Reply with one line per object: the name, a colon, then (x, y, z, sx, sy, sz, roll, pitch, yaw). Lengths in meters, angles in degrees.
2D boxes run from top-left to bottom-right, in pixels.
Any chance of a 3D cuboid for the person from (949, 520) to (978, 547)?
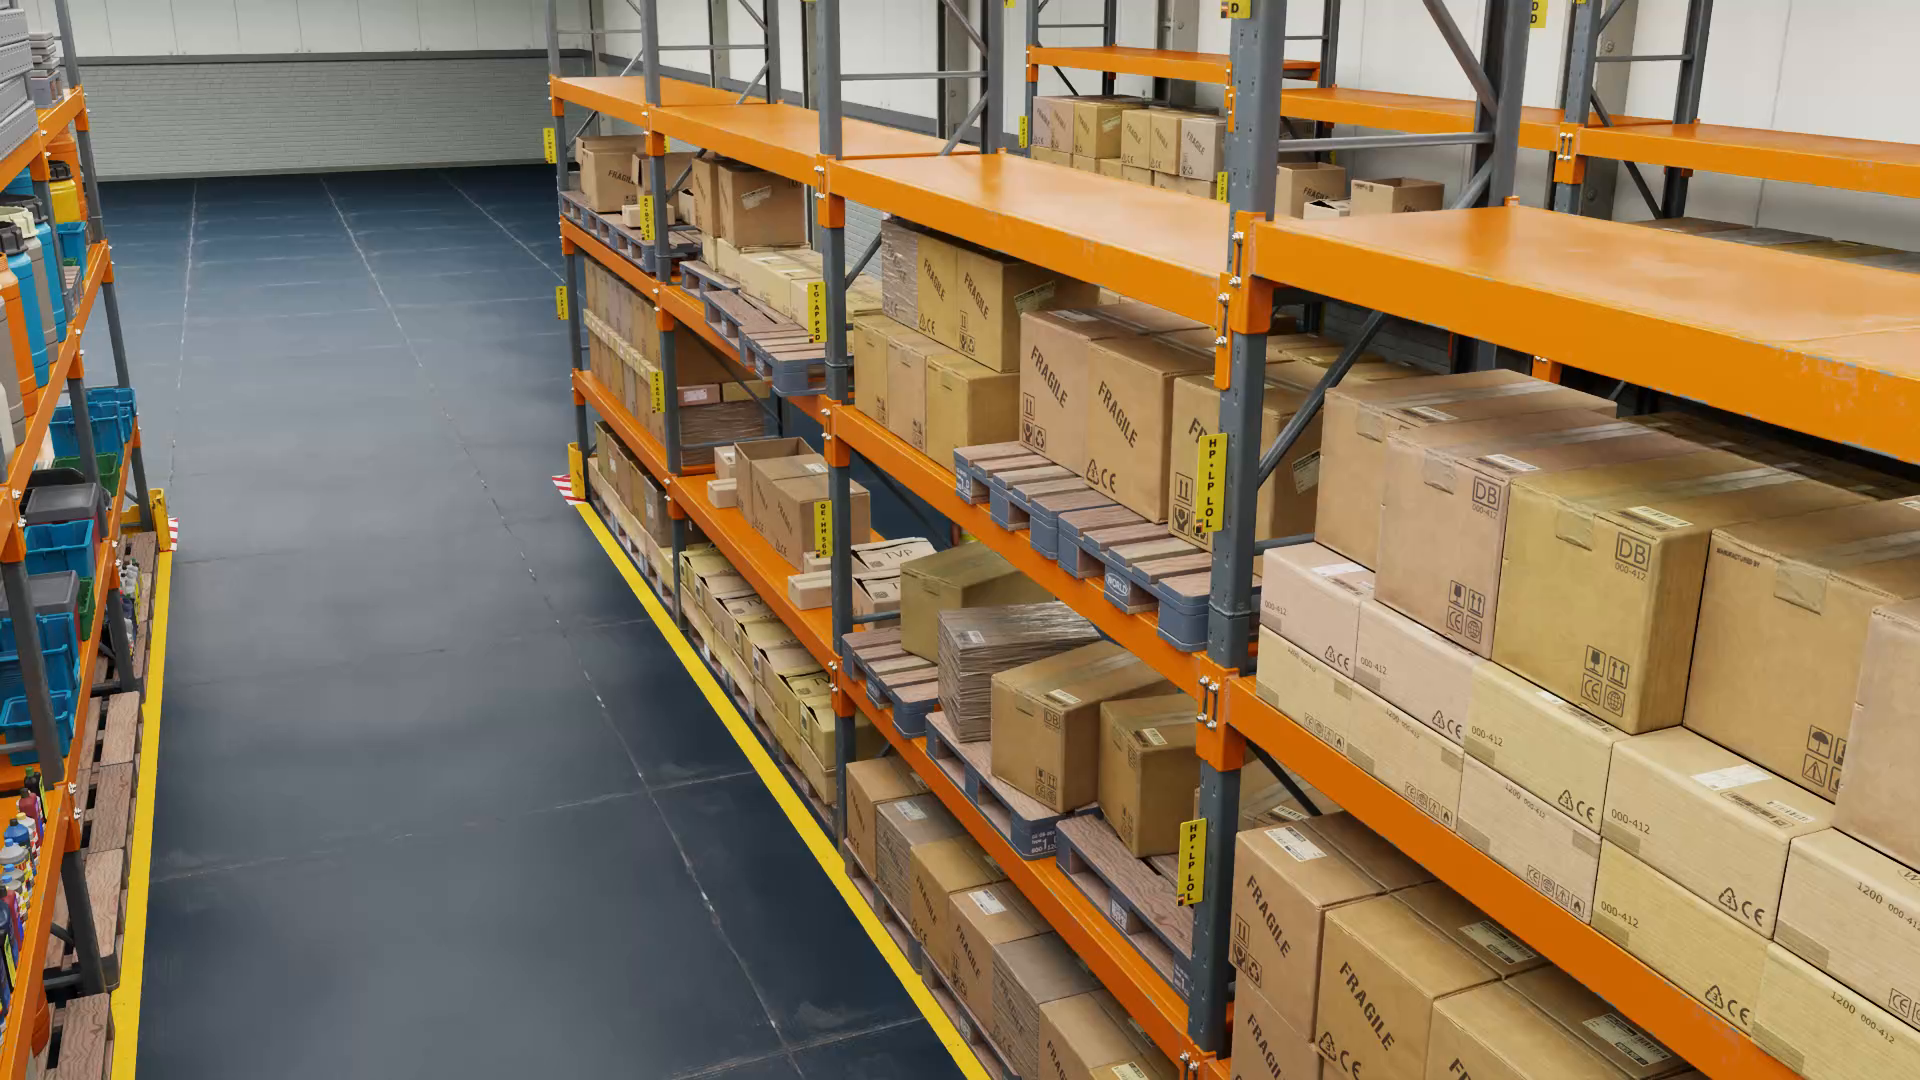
person: (0.222, 0.091, 12.574, 0.625, 1.759, 0.463, -9, 21, -24)
